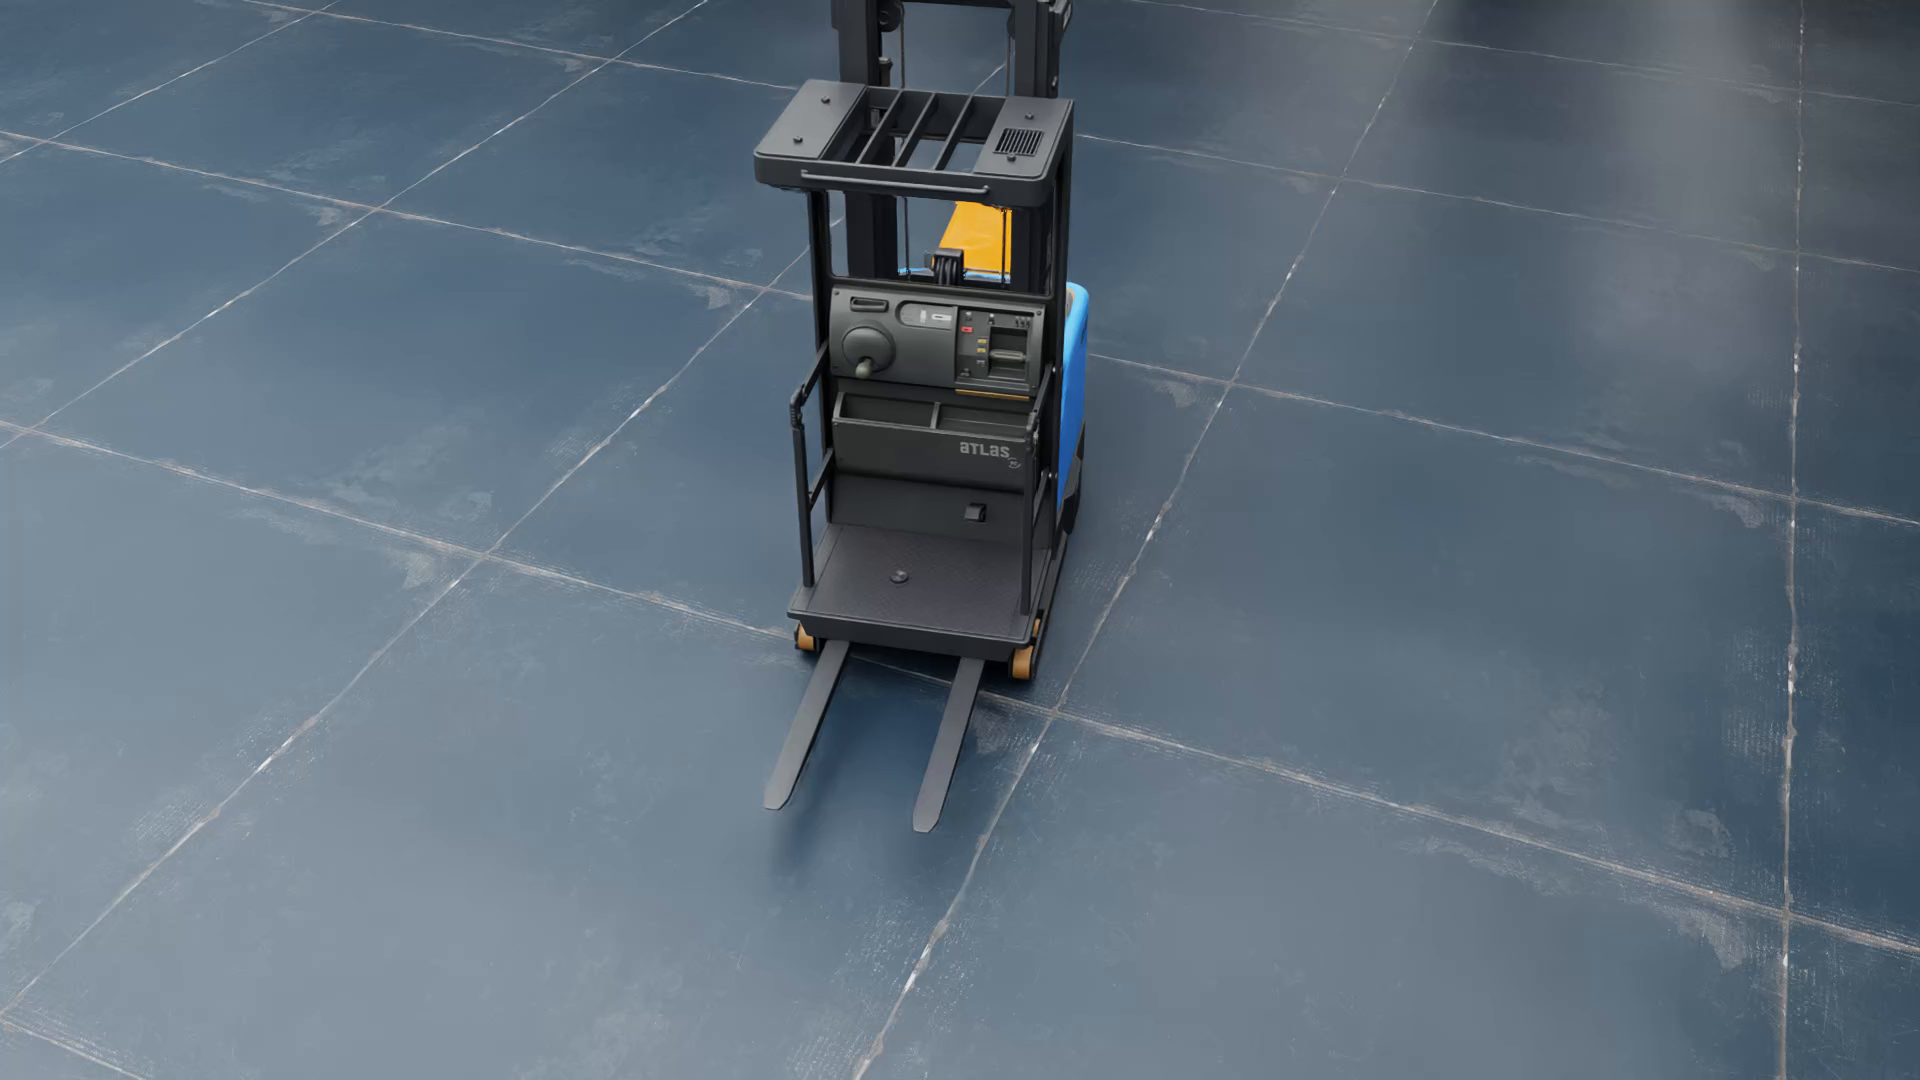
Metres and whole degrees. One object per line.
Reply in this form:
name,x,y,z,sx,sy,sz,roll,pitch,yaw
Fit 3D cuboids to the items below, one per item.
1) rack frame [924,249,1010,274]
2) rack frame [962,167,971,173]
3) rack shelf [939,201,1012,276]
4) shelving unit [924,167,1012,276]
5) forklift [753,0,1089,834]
rack frame,0.066,-0.988,8.734,0.500,1.125,0.032,7,37,9
rack frame,0.262,-1.585,9.533,0.500,1.125,0.032,7,37,9
rack shelf,0.164,-1.521,8.958,0.538,0.278,1.000,7,37,9
shelving unit,0.164,-1.287,9.133,0.538,1.125,1.048,7,37,9
forklift,-0.143,-0.786,6.955,1.130,2.935,3.031,7,37,9
